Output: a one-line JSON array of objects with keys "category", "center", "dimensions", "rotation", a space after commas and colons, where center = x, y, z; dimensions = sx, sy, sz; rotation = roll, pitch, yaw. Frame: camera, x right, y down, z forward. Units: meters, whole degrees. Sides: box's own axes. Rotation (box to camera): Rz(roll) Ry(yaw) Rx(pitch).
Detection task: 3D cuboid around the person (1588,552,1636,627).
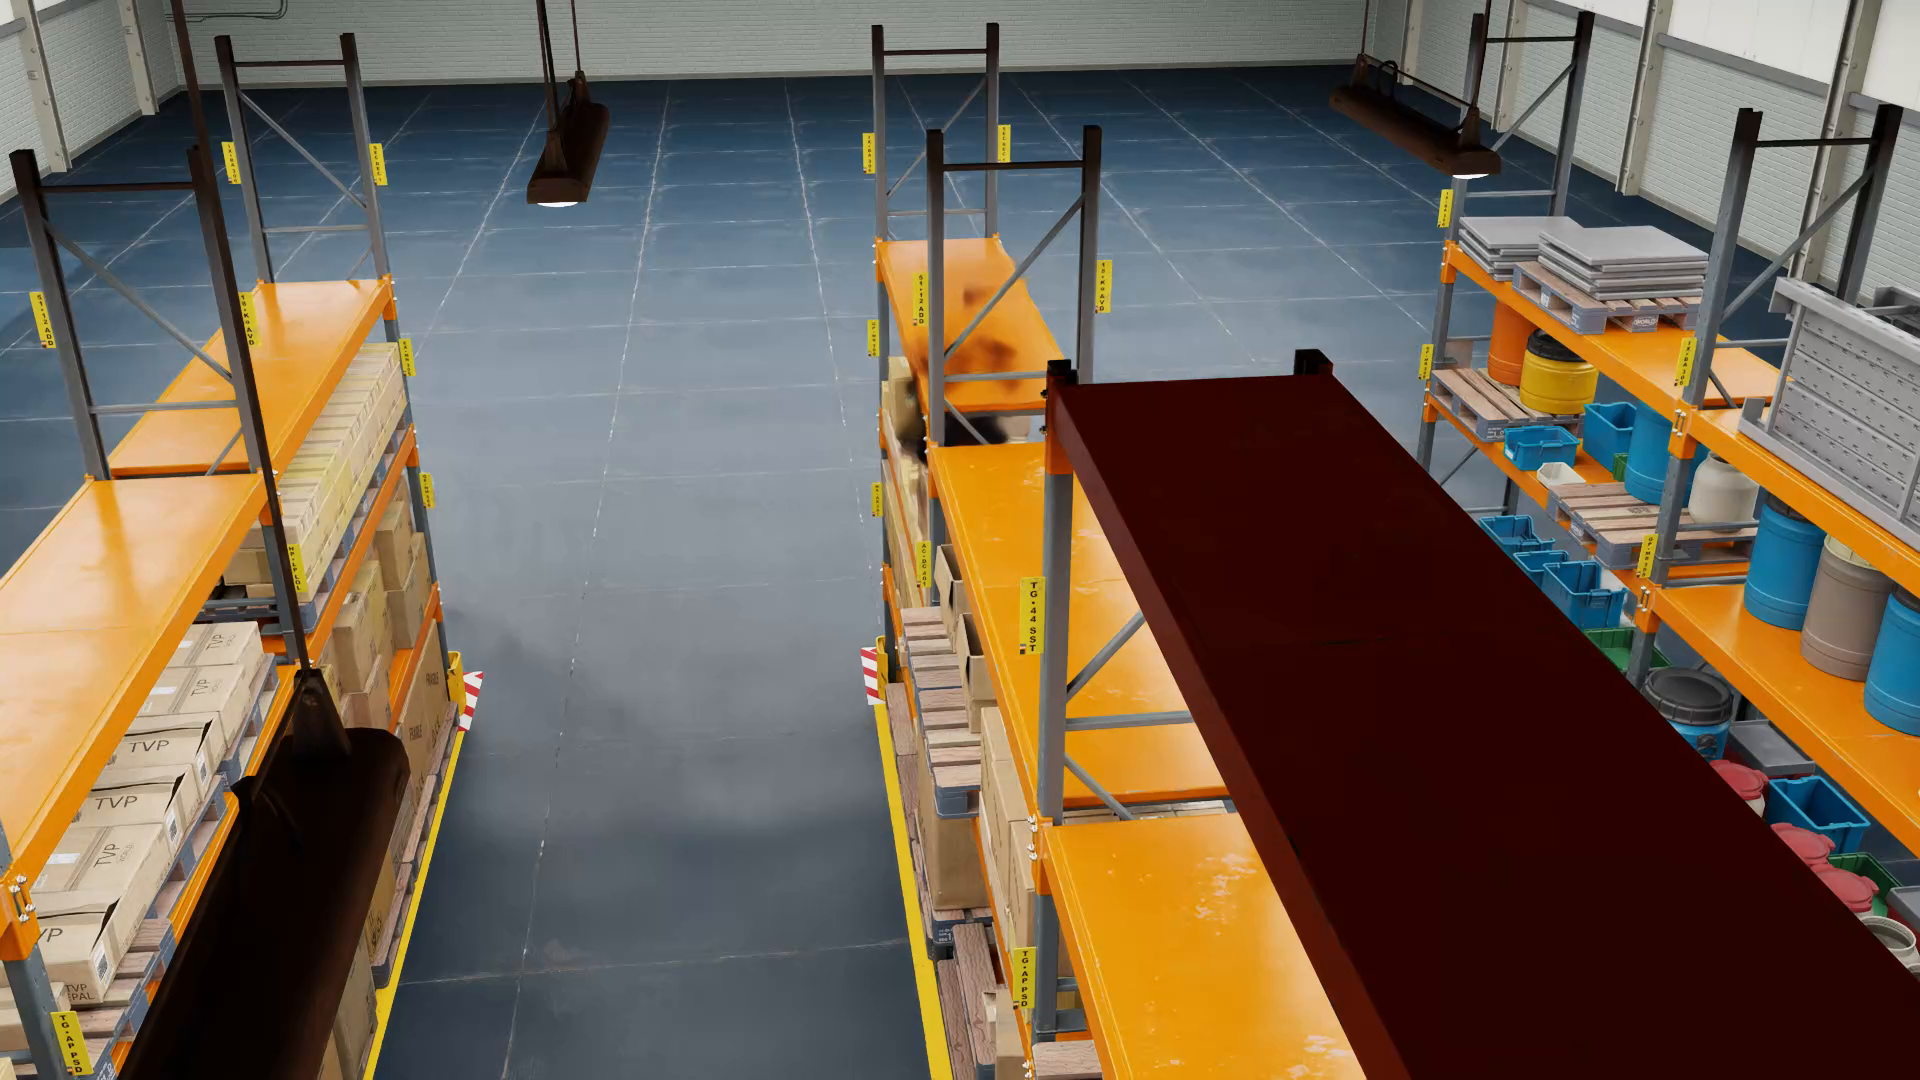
[{"category": "person", "center": [6.104, 0.388, 15.670], "dimensions": [0.753, 1.734, 0.808], "rotation": [-15, 29, -28]}]
